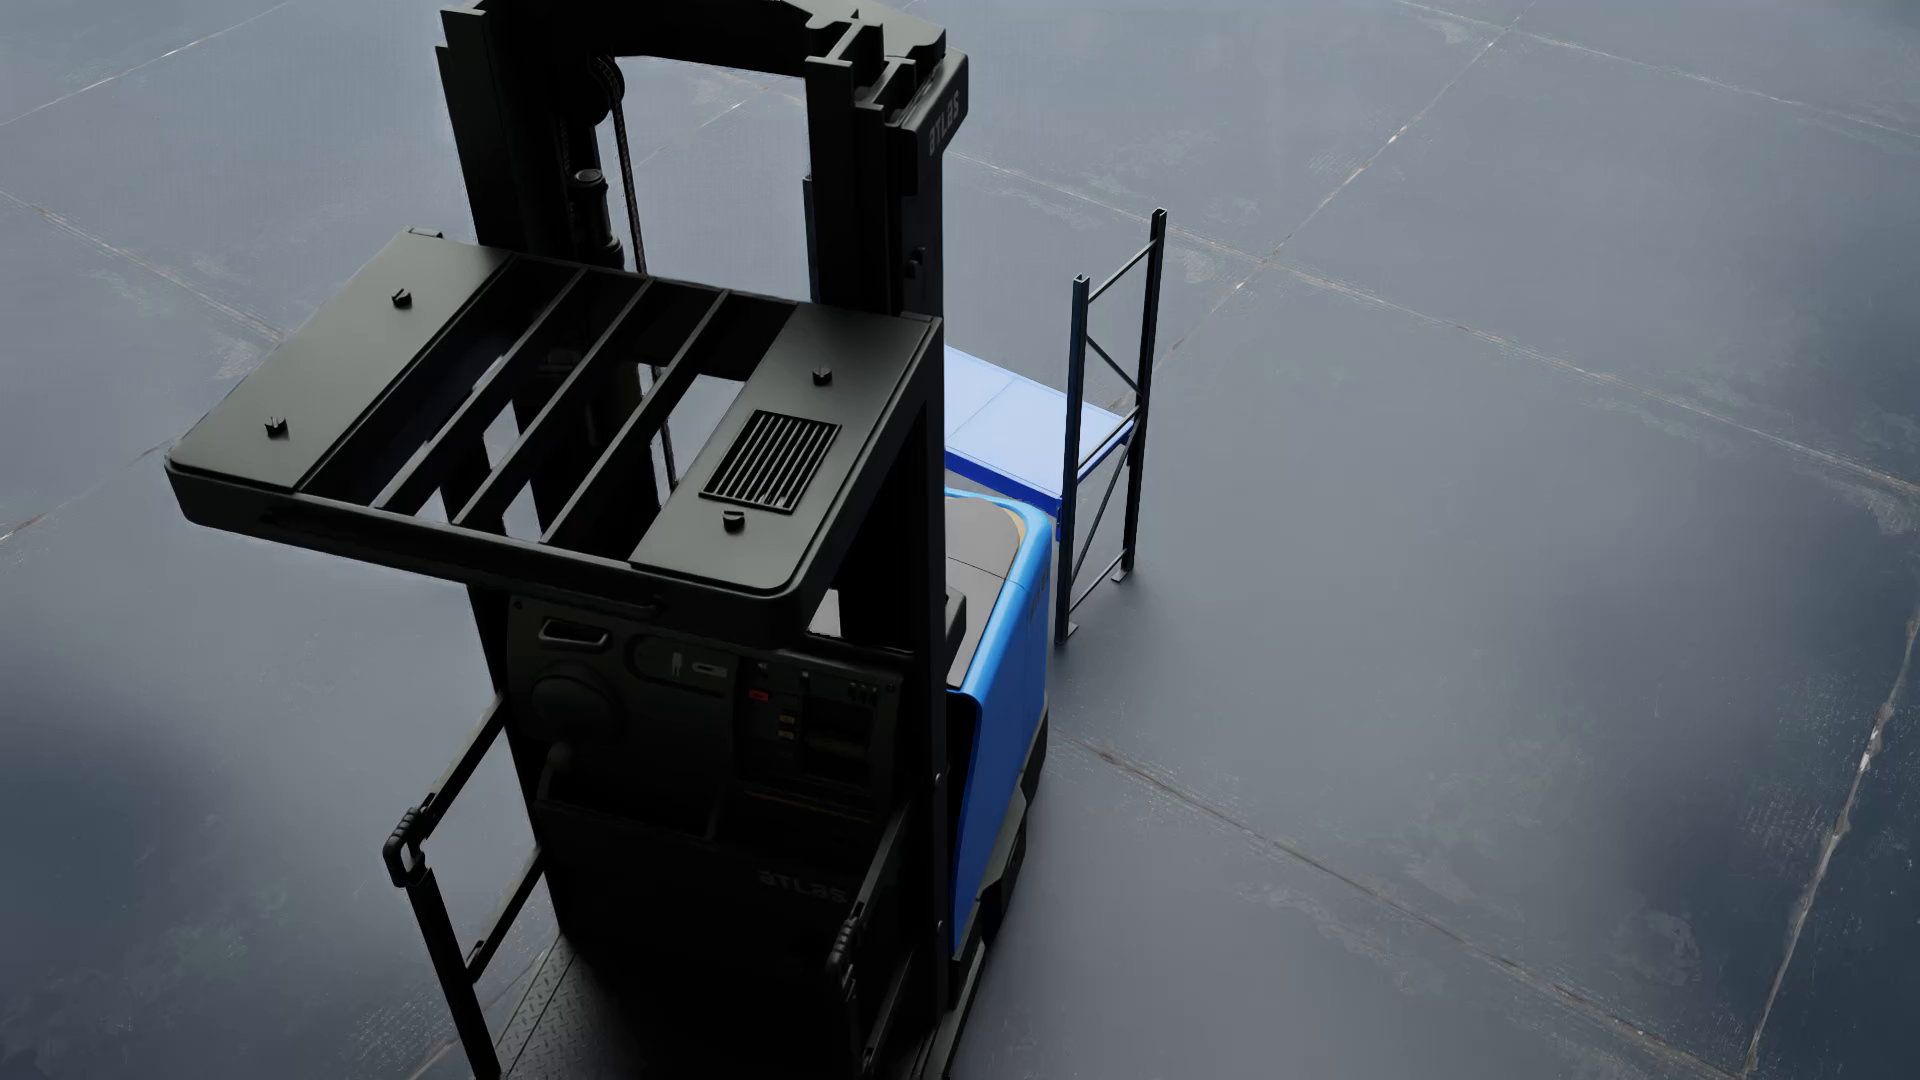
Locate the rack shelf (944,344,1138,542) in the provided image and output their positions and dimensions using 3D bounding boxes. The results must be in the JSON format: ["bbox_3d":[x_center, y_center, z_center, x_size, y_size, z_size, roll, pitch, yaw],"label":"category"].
[{"bbox_3d":[0.070,-0.392,5.833,1.000,0.185,0.538,25,48,25],"label":"rack shelf"}]

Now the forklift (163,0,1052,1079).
[{"bbox_3d":[-0.636,0.461,3.537,1.130,2.935,3.031,11,43,12],"label":"forklift"}]

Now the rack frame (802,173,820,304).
[{"bbox_3d":[-0.346,-0.721,5.931,0.032,1.500,0.500,25,48,25],"label":"rack frame"}]

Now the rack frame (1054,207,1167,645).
[{"bbox_3d":[0.486,-0.332,5.496,0.032,1.500,0.500,25,48,25],"label":"rack frame"}]

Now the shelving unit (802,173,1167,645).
[{"bbox_3d":[0.070,-0.526,5.713,1.048,1.500,0.538,25,48,25],"label":"shelving unit"}]
